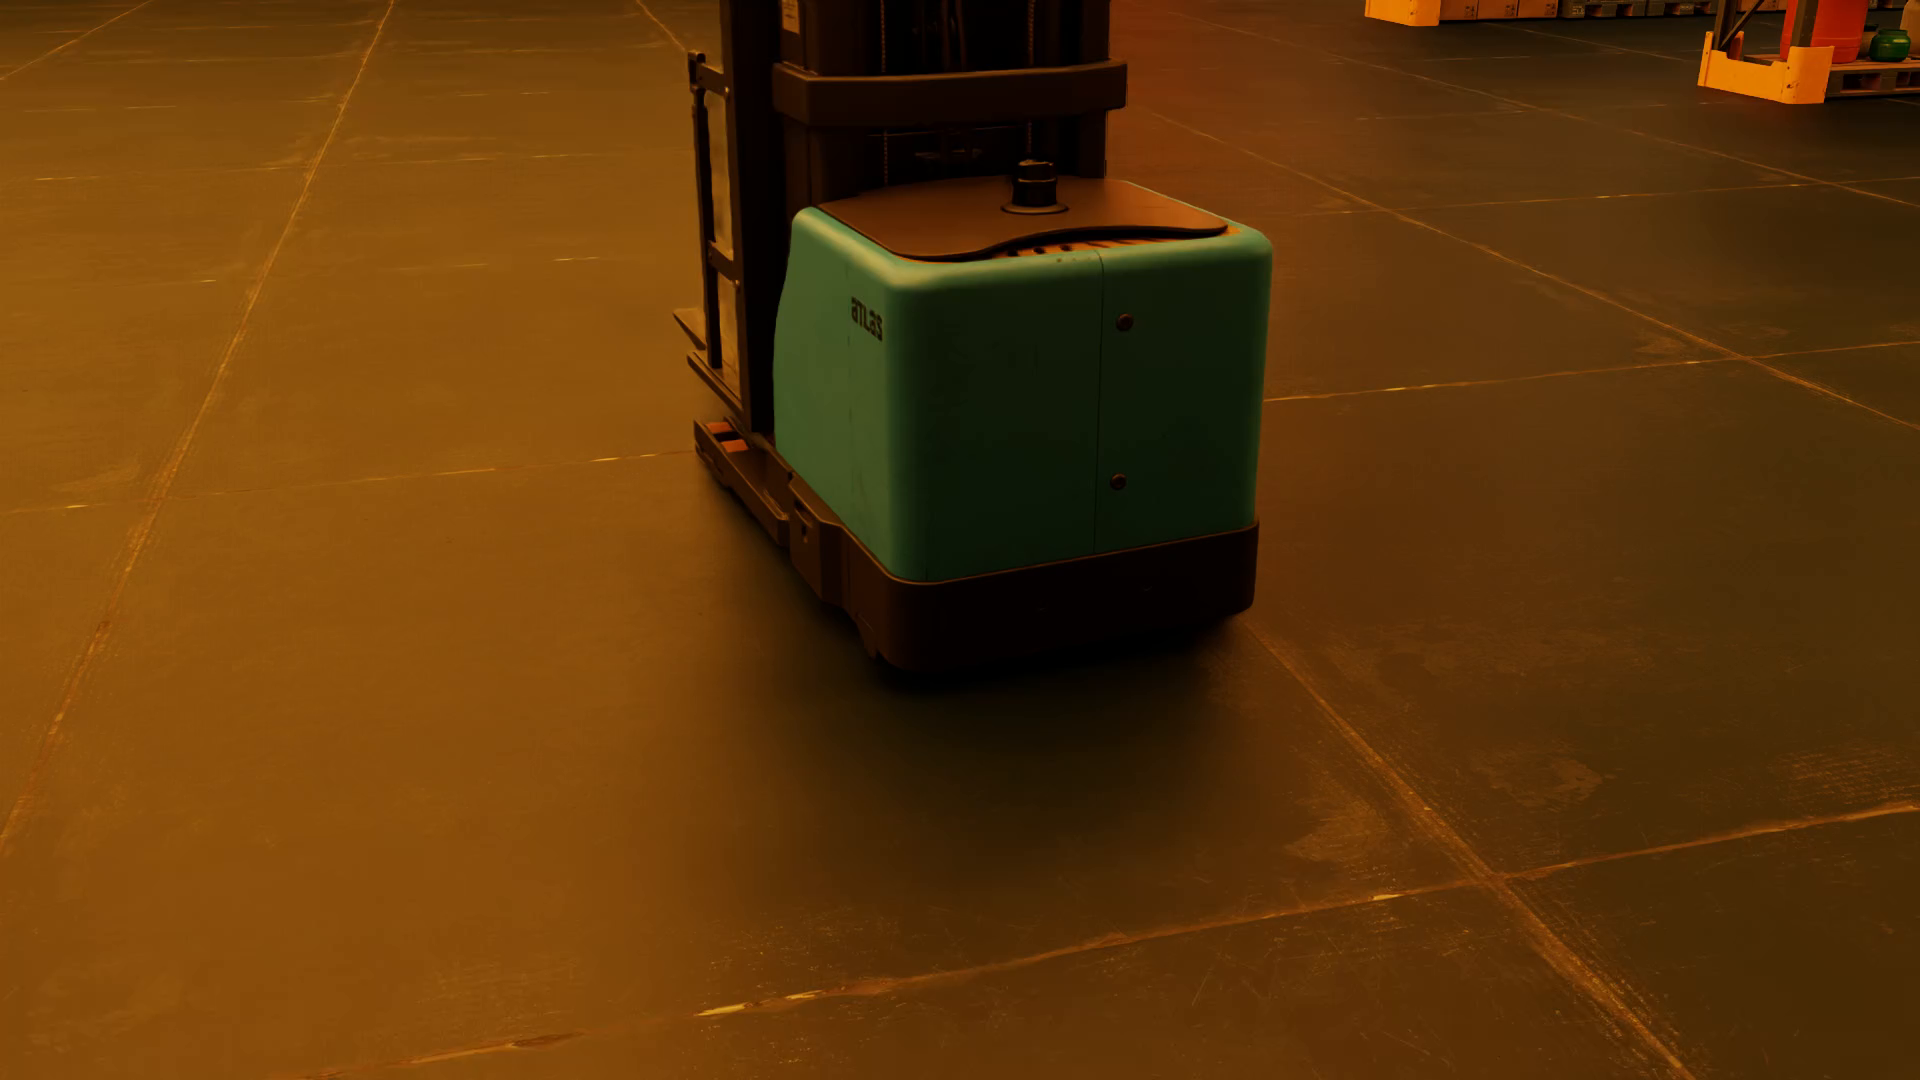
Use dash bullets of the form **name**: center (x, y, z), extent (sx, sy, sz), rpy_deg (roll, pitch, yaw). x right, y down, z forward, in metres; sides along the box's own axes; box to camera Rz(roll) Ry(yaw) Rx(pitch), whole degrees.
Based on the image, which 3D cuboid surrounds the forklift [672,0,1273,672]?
- **forklift**: center (-0.247, -1.568, 4.995), extent (1.130, 2.935, 3.031), rpy_deg (-9, 25, -21)
